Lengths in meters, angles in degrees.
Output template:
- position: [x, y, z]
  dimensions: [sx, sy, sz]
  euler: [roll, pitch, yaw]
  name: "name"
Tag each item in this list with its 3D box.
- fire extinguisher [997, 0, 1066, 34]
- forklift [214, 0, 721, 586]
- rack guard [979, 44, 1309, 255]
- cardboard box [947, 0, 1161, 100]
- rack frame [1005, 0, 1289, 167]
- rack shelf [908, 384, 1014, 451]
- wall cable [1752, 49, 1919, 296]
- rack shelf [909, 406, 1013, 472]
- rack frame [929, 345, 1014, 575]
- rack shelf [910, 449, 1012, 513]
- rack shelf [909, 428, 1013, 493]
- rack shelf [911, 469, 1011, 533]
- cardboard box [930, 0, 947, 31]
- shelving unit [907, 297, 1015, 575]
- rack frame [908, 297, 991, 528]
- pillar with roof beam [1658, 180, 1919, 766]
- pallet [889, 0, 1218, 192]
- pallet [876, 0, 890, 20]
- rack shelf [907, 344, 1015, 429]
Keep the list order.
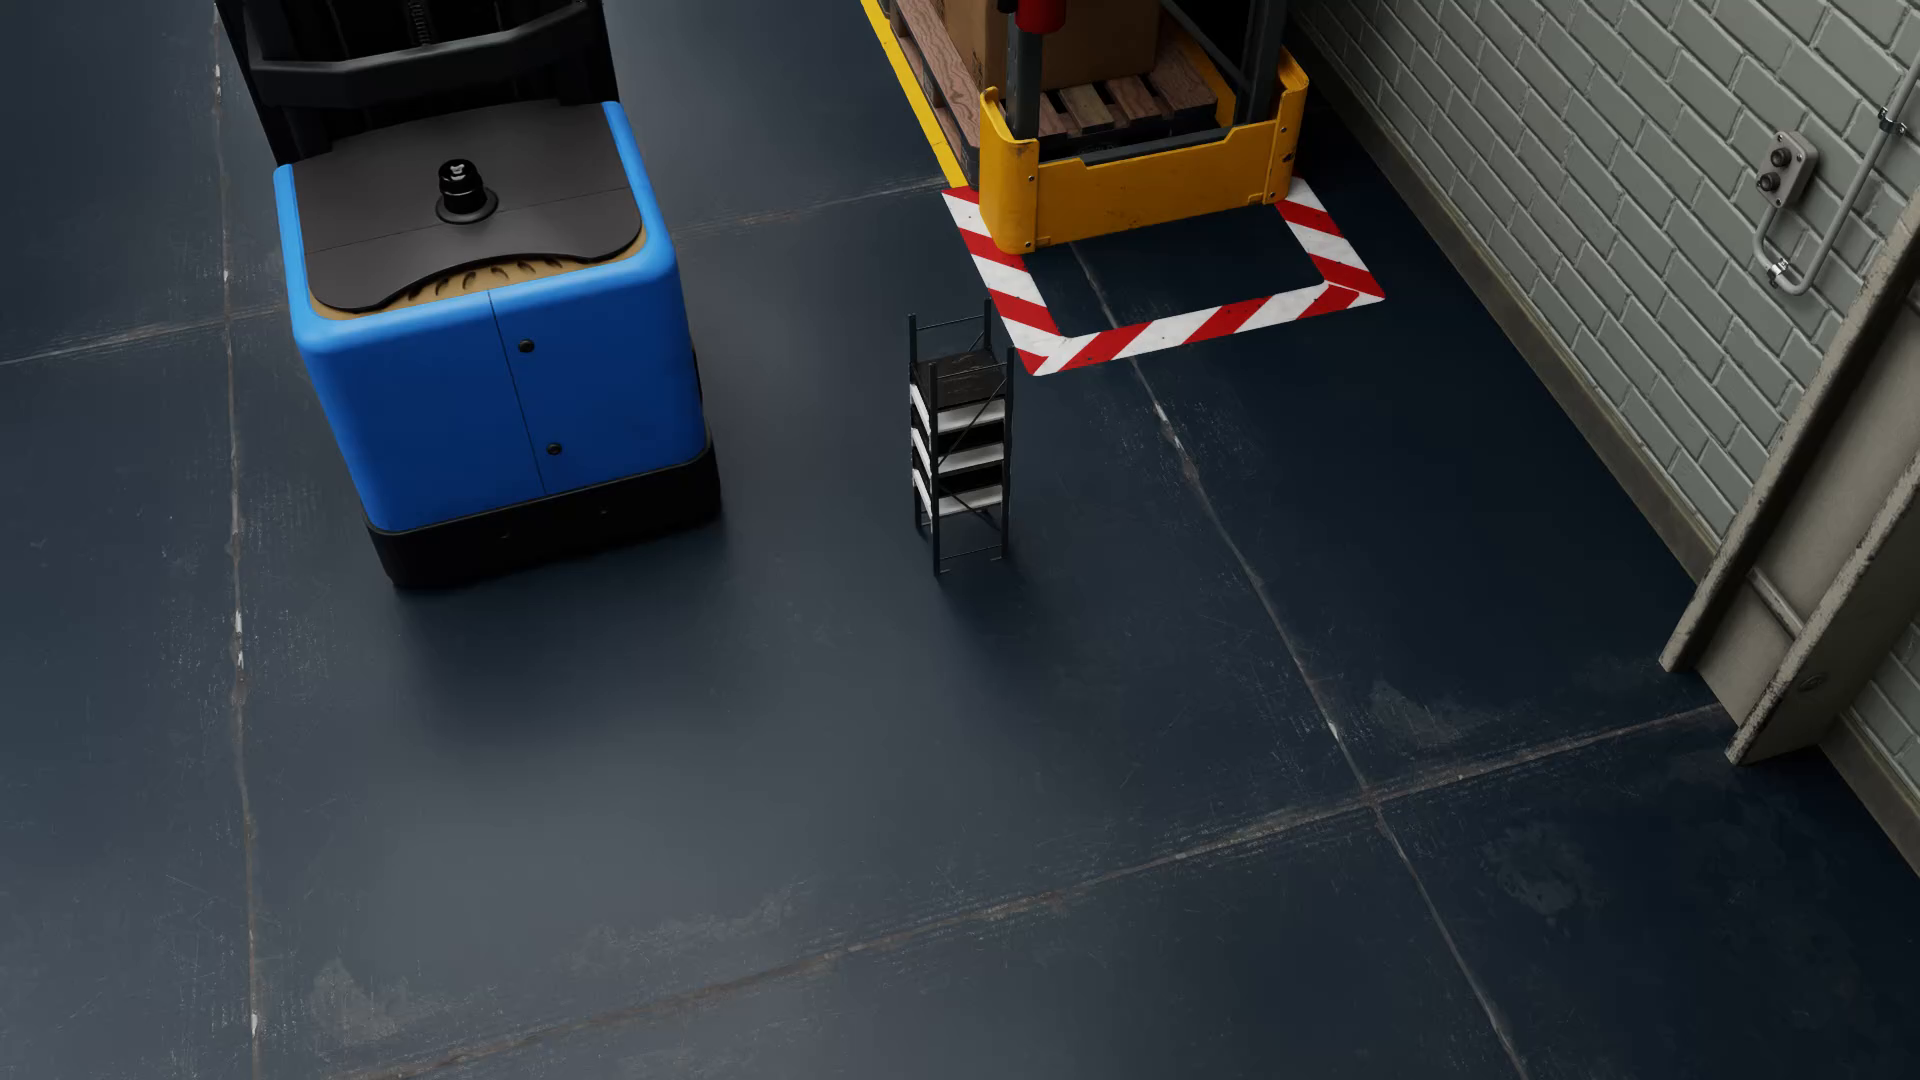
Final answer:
- position: [0.261, -1.921, 5.202]
  dimensions: [0.296, 0.674, 0.183]
  euler: [-13, 51, -11]
  name: "fire extinguisher"
- position: [-1.723, -1.961, 4.986]
  dimensions: [1.130, 2.935, 3.031]
  euler: [-15, 51, -12]
  name: "forklift"
- position: [0.665, -1.457, 6.152]
  dimensions: [1.175, 0.500, 0.348]
  euler: [-13, 51, -11]
  name: "rack guard"
- position: [0.355, -2.099, 6.418]
  dimensions: [0.700, 0.500, 0.500]
  euler: [-13, 51, -11]
  name: "cardboard box"
- position: [0.658, -2.281, 5.211]
  dimensions: [1.000, 3.000, 0.127]
  euler: [-13, 51, -11]
  name: "rack frame"
- position: [0.002, -0.379, 4.789]
  dimensions: [0.258, 0.077, 0.200]
  euler: [-13, 51, -11]
  name: "rack shelf"
- position: [1.940, -1.887, 4.214]
  dimensions: [0.084, 1.984, 1.851]
  euler: [-13, 51, -11]
  name: "wall cable"
- position: [0.002, -0.321, 4.858]
  dimensions: [0.258, 0.077, 0.200]
  euler: [-13, 51, -11]
  name: "rack shelf"
- position: [0.032, -0.210, 4.838]
  dimensions: [0.240, 0.900, 0.006]
  euler: [-13, 51, -11]
  name: "rack frame"
- position: [0.002, -0.205, 4.995]
  dimensions: [0.258, 0.077, 0.200]
  euler: [-13, 51, -11]
  name: "rack shelf"
- position: [0.002, -0.263, 4.926]
  dimensions: [0.258, 0.077, 0.200]
  euler: [-13, 51, -11]
  name: "rack shelf"
- position: [0.002, -0.147, 5.064]
  dimensions: [0.258, 0.077, 0.200]
  euler: [-13, 51, -11]
  name: "rack shelf"
- position: [0.207, -2.464, 6.726]
  dimensions: [0.700, 0.500, 0.500]
  euler: [-13, 51, -11]
  name: "cardboard box"
- position: [0.002, -0.284, 4.901]
  dimensions: [0.258, 0.900, 0.210]
  euler: [-13, 51, -11]
  name: "shelving unit"
- position: [-0.028, -0.358, 4.964]
  dimensions: [0.240, 0.900, 0.006]
  euler: [-13, 51, -11]
  name: "rack frame"
- position: [-1.830, -1.465, 0.599]
  dimensions: [9.100, 9.000, 0.400]
  euler: [-13, 51, -11]
  name: "pillar with roof beam"
- position: [0.346, -1.948, 6.754]
  dimensions: [1.003, 0.211, 1.213]
  euler: [-13, 51, -11]
  name: "pallet"
- position: [-0.011, -2.838, 7.504]
  dimensions: [1.003, 0.211, 1.213]
  euler: [-13, 51, -11]
  name: "pallet"
- position: [0.002, -0.437, 4.720]
  dimensions: [0.258, 0.077, 0.200]
  euler: [-13, 51, -11]
  name: "rack shelf"
